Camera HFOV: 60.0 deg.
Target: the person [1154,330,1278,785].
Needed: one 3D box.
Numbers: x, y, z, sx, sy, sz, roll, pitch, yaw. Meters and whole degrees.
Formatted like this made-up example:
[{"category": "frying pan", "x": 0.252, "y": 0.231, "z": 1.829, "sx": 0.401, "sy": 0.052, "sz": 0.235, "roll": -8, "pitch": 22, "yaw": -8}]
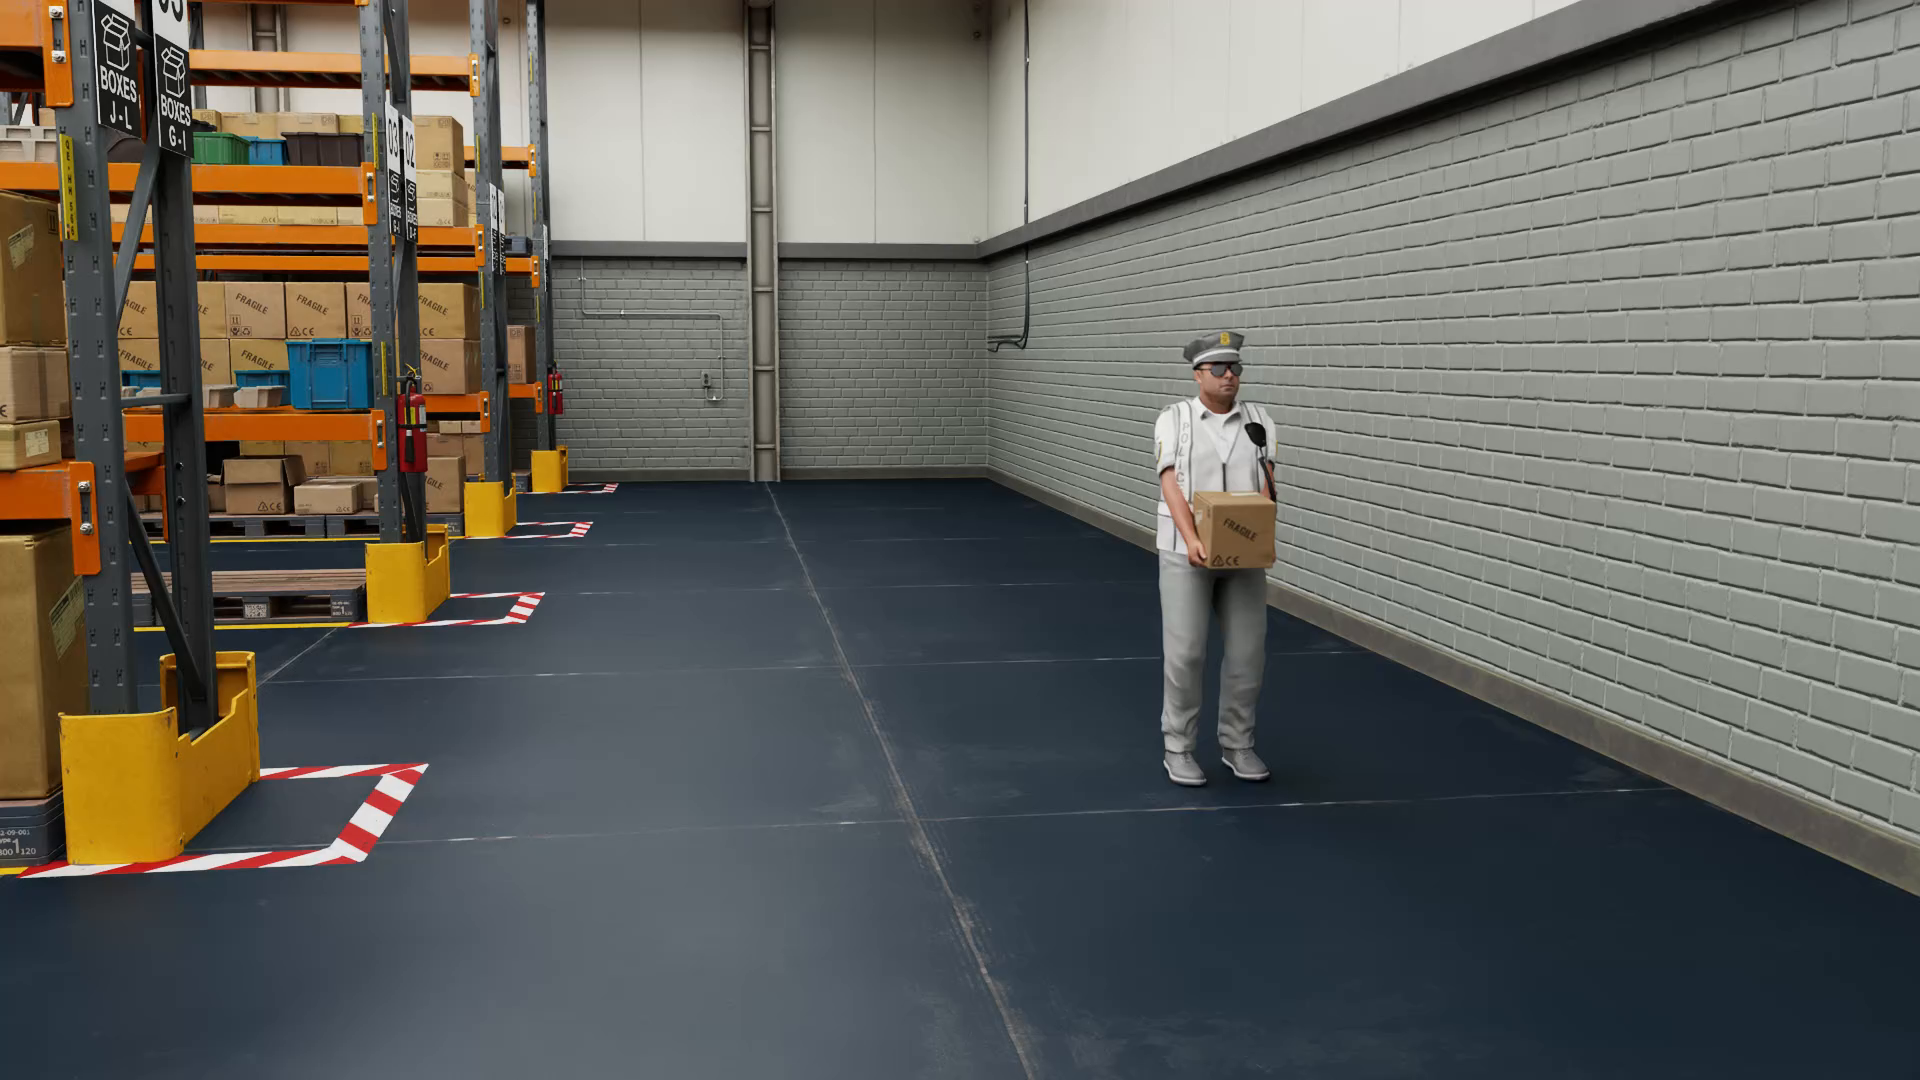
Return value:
[{"category": "person", "x": 1.027, "y": 0.065, "z": 6.538, "sx": 0.494, "sy": 1.769, "sz": 0.557, "roll": -1, "pitch": 6, "yaw": -8}]
